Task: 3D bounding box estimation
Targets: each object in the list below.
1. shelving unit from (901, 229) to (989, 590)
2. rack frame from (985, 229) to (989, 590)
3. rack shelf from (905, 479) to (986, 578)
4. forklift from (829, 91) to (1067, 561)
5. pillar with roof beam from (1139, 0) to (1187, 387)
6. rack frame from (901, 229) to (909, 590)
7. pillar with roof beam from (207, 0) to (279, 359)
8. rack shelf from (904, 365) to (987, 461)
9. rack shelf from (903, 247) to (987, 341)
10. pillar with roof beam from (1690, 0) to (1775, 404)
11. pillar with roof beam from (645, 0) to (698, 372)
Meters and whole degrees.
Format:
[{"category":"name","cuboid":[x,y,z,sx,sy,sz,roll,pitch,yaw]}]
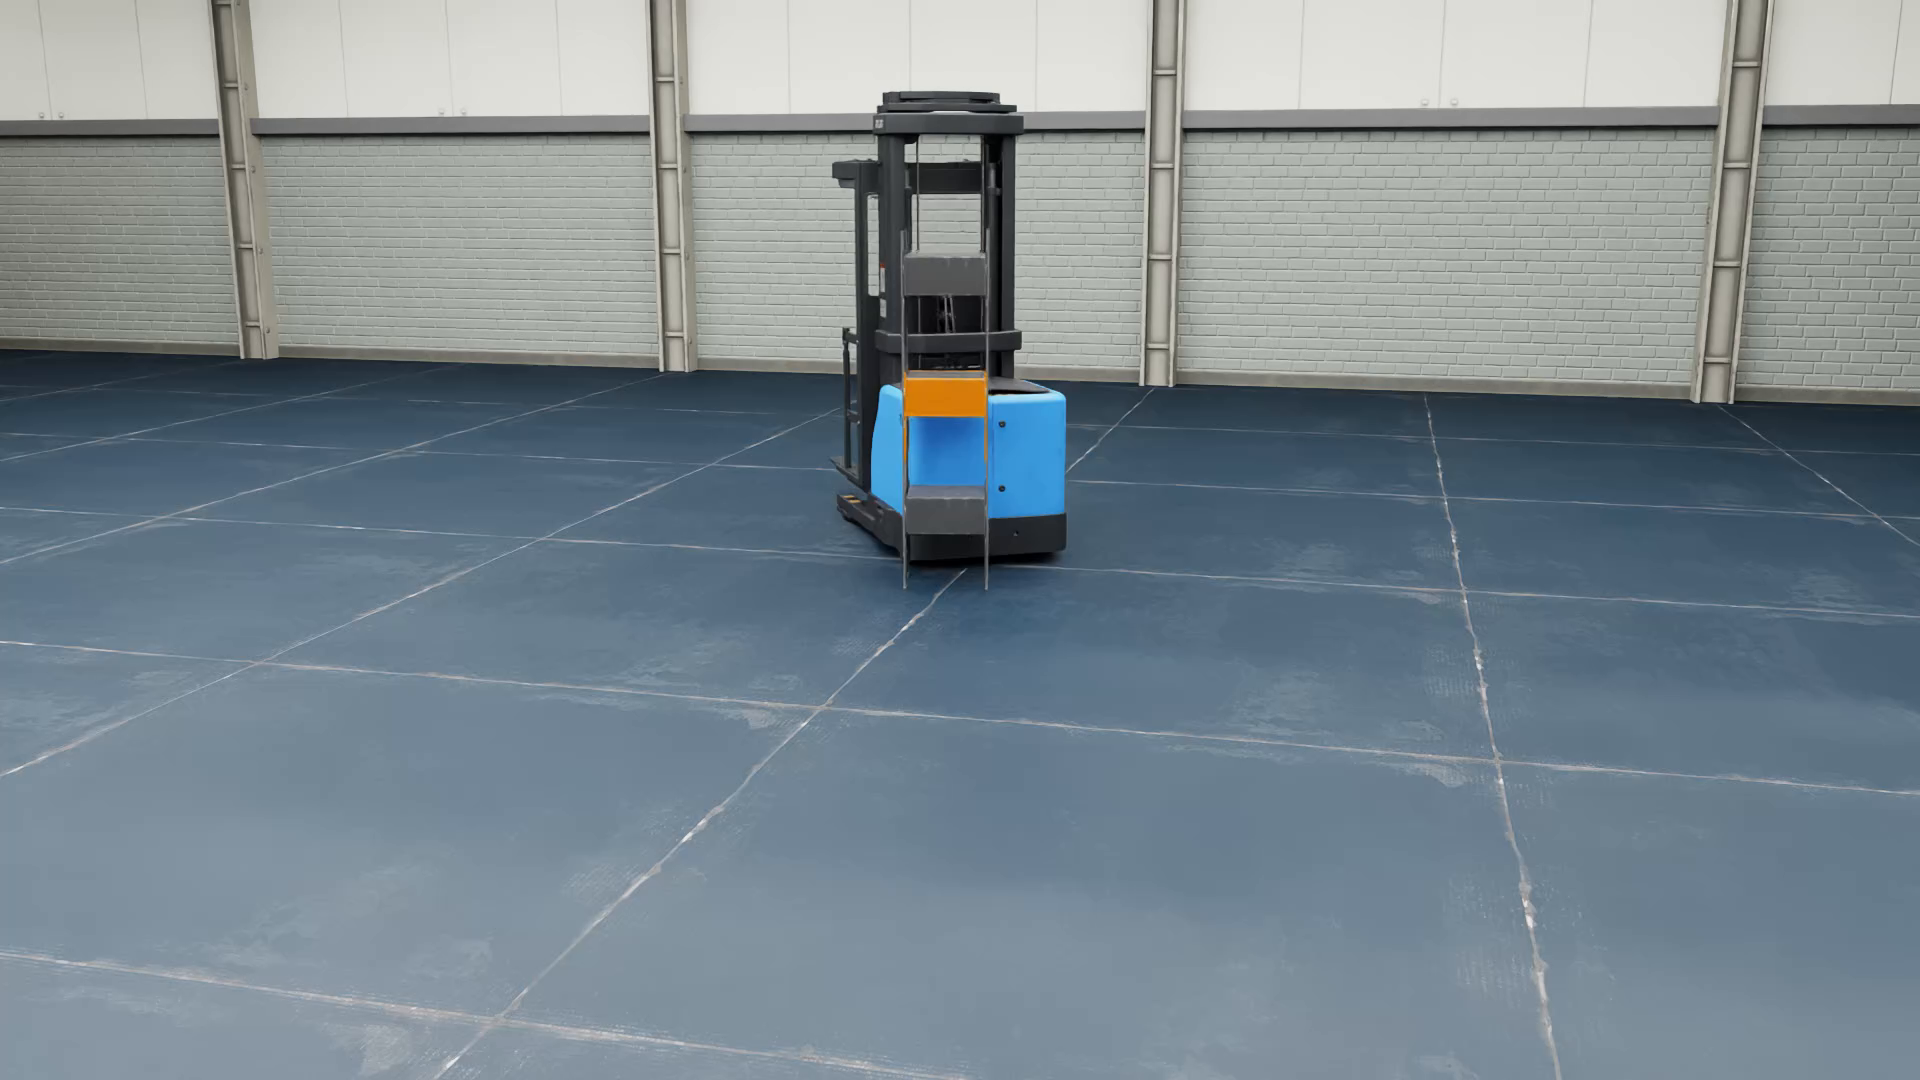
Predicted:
[{"category":"shelving unit","cuboid":[-0.082,-0.771,9.859,0.503,2.100,0.431,0,13,1]},{"category":"rack frame","cuboid":[0.162,-0.770,9.855,0.015,2.100,0.400,0,13,1]},{"category":"rack shelf","cuboid":[-0.082,-0.074,10.014,0.480,0.518,0.431,0,13,1]},{"category":"forklift","cuboid":[-0.249,-1.574,11.560,1.130,2.935,3.031,-4,13,-17]},{"category":"pillar with roof beam","cuboid":[1.277,-5.300,14.348,0.400,9.000,9.100,3,13,14]},{"category":"rack frame","cuboid":[-0.326,-0.772,9.863,0.015,2.100,0.400,0,13,1]},{"category":"pillar with roof beam","cuboid":[-10.373,-5.923,17.155,0.400,9.000,9.100,3,13,14]},{"category":"rack shelf","cuboid":[-0.082,-0.757,9.862,0.480,0.518,0.431,0,13,1]},{"category":"rack shelf","cuboid":[-0.082,-1.441,9.710,0.480,0.518,0.431,0,13,1]},{"category":"pillar with roof beam","cuboid":[7.102,-4.989,12.945,0.400,9.000,9.100,3,13,14]},{"category":"pillar with roof beam","cuboid":[-4.548,-5.612,15.751,0.400,9.000,9.100,3,13,14]}]
